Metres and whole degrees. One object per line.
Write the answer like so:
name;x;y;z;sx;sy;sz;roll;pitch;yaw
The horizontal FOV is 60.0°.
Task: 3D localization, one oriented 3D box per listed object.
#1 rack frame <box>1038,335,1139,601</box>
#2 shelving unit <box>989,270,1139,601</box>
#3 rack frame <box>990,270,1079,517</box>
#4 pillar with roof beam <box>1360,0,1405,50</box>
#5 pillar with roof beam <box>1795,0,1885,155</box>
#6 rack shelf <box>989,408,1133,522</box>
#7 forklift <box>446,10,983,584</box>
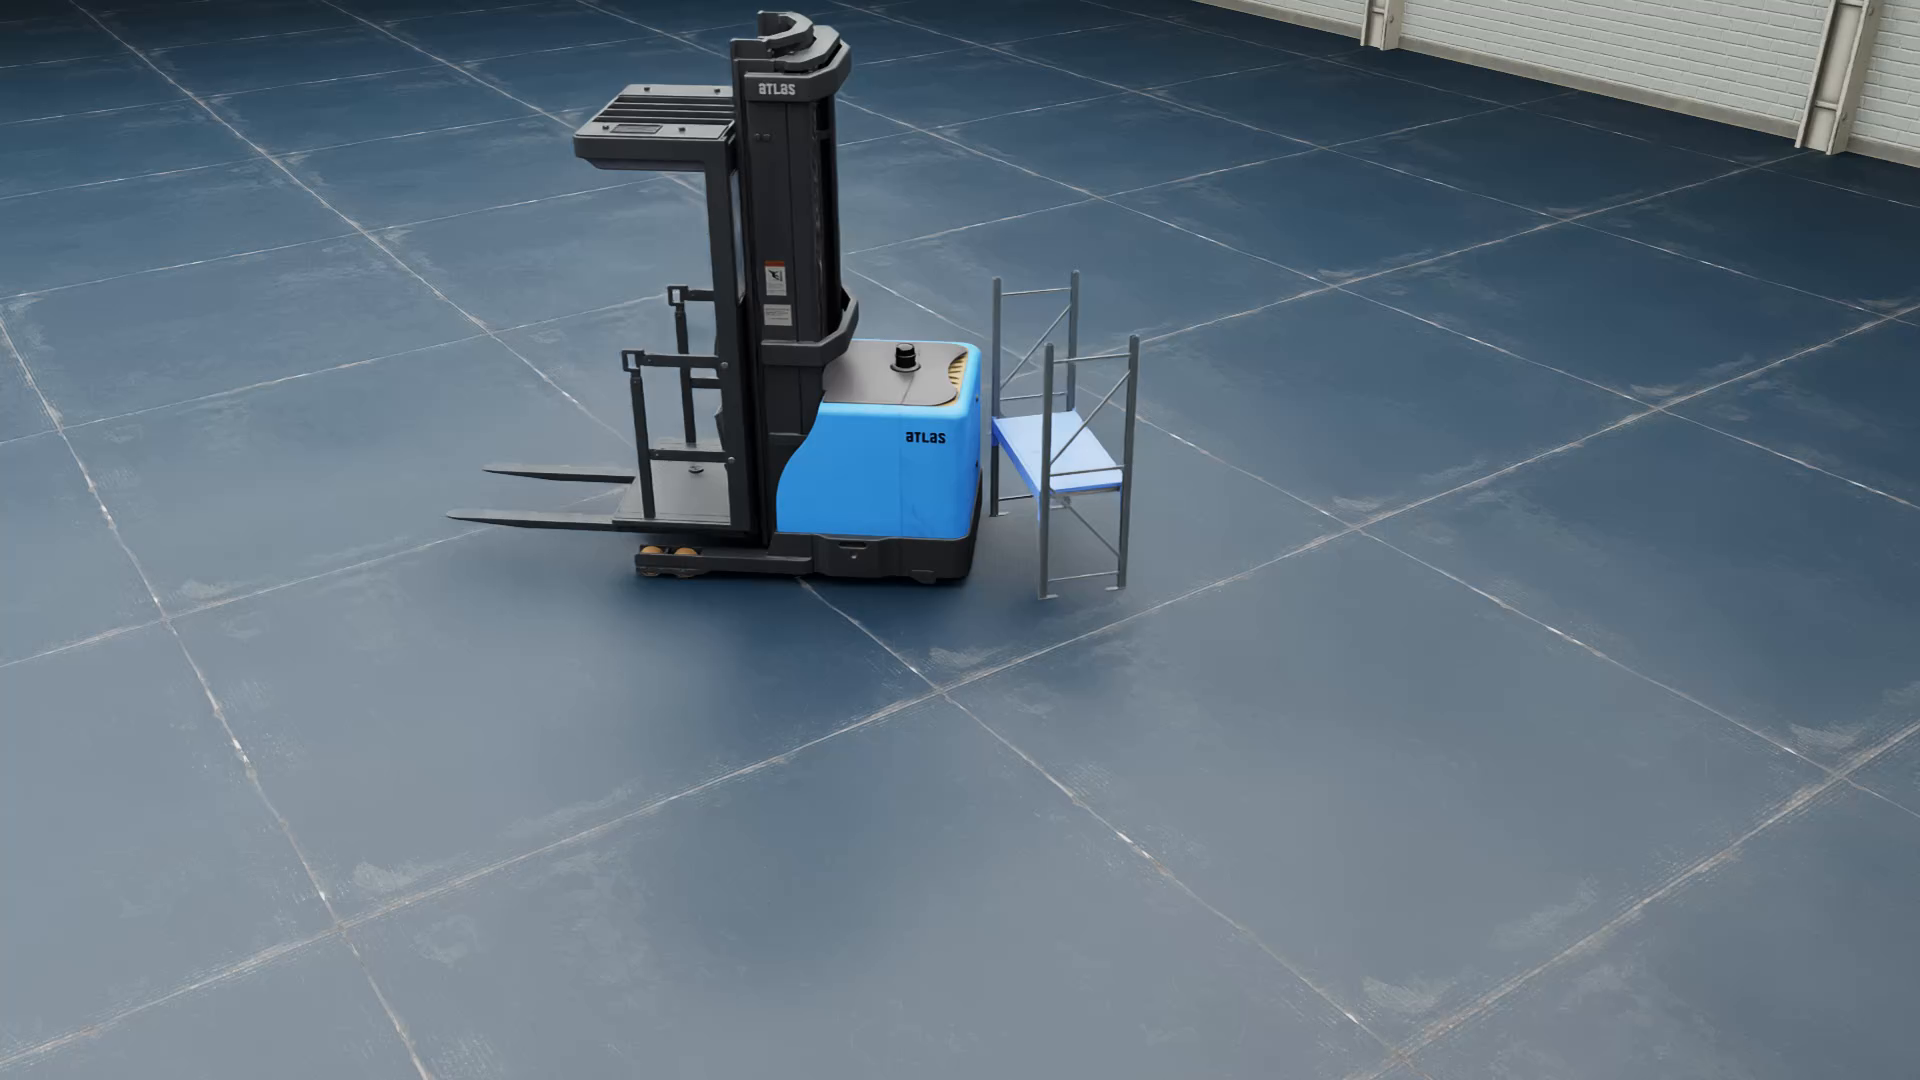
rack frame;0.675;-0.362;8.845;0.500;1.500;0.032;-7;29;-12
shelving unit;0.552;-0.598;9.279;0.538;1.500;1.048;-7;29;-12
rack frame;0.429;-0.833;9.712;0.500;1.500;0.032;-7;29;-12
pillar with roof beam;1.921;-9.148;17.166;9.100;9.000;0.400;-19;34;-31
pillar with roof beam;5.401;-6.816;12.871;9.100;9.000;0.400;-19;34;-31
rack shelf;0.552;-0.439;9.365;0.538;0.185;1.000;-7;29;-12
forklift;-1.413;-1.322;9.114;3.031;2.935;1.130;2;29;5
